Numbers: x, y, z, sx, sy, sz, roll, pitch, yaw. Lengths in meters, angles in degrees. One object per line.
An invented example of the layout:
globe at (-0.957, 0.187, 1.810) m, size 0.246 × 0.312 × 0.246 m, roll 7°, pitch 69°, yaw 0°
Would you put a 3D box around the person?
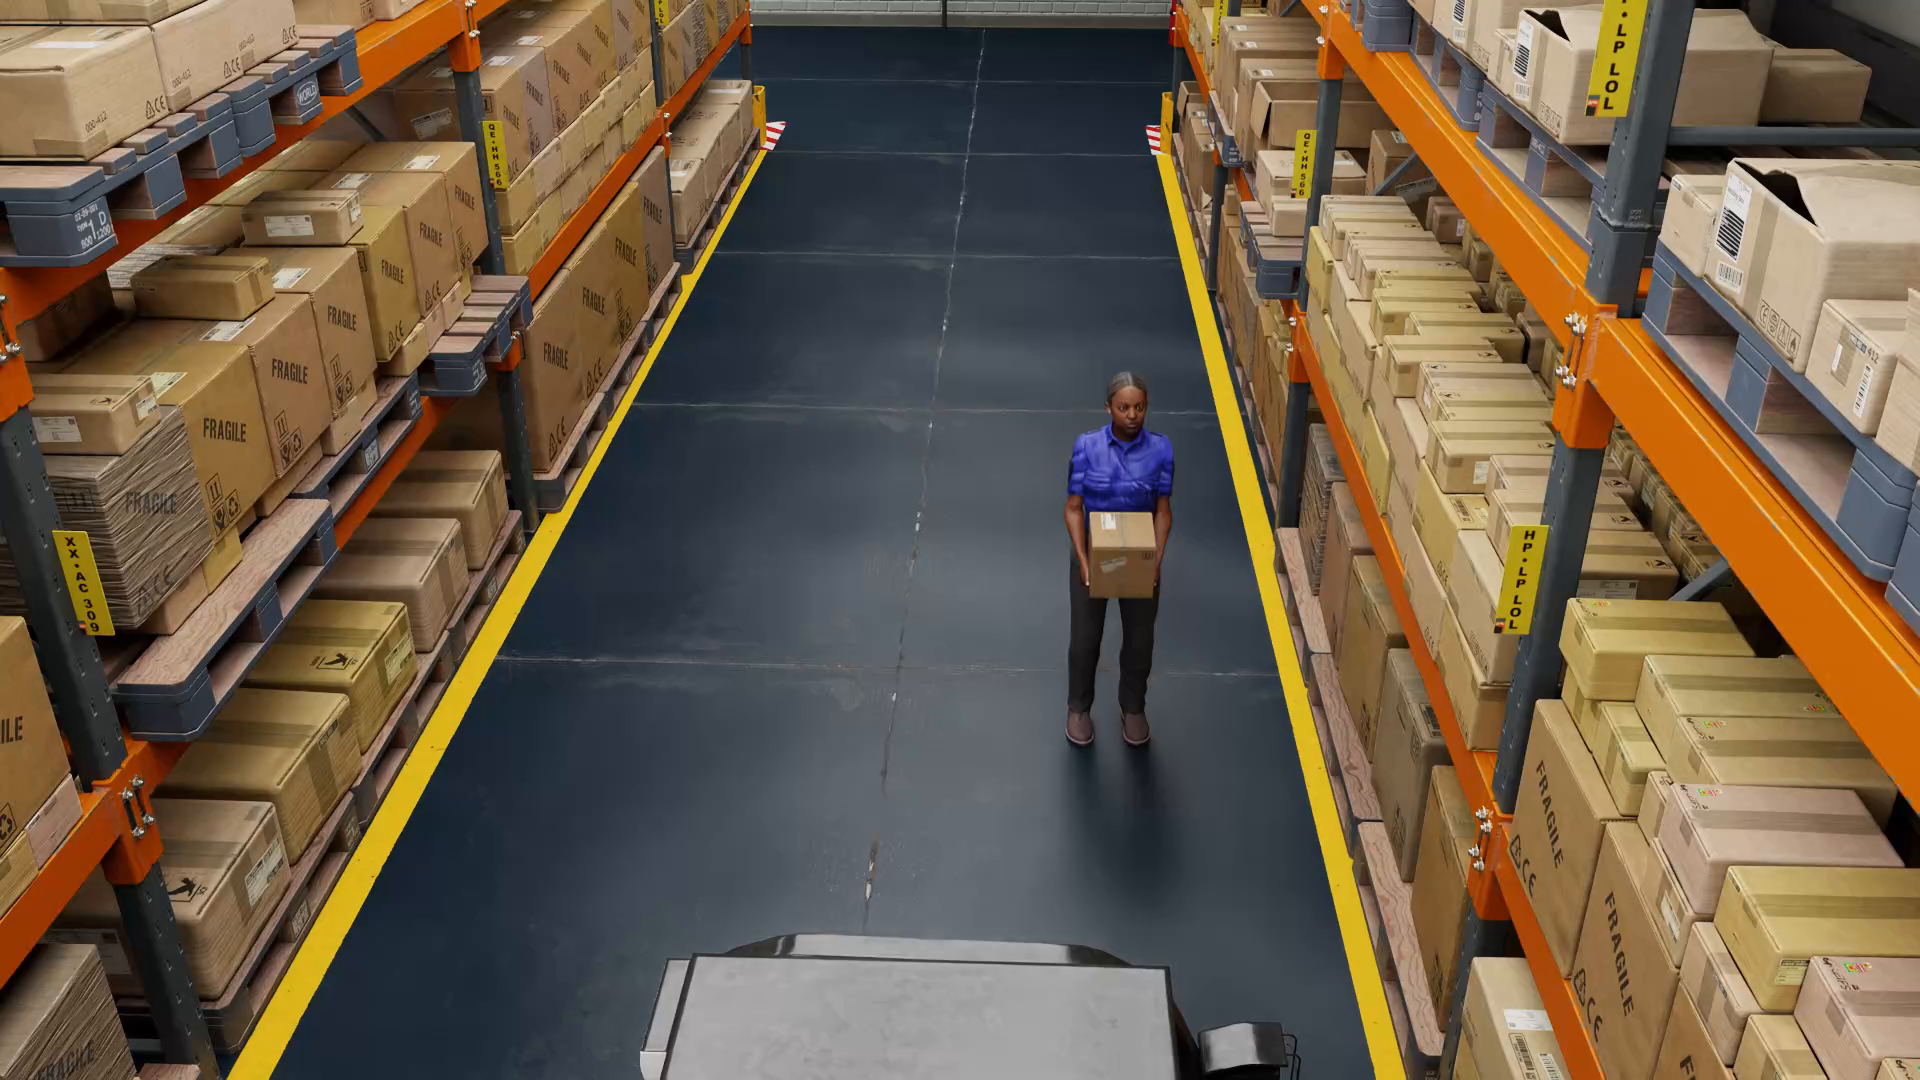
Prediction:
person at (0.653, 0.094, 6.956) m, size 0.503 × 1.651 × 0.344 m, roll -1°, pitch 28°, yaw -1°
